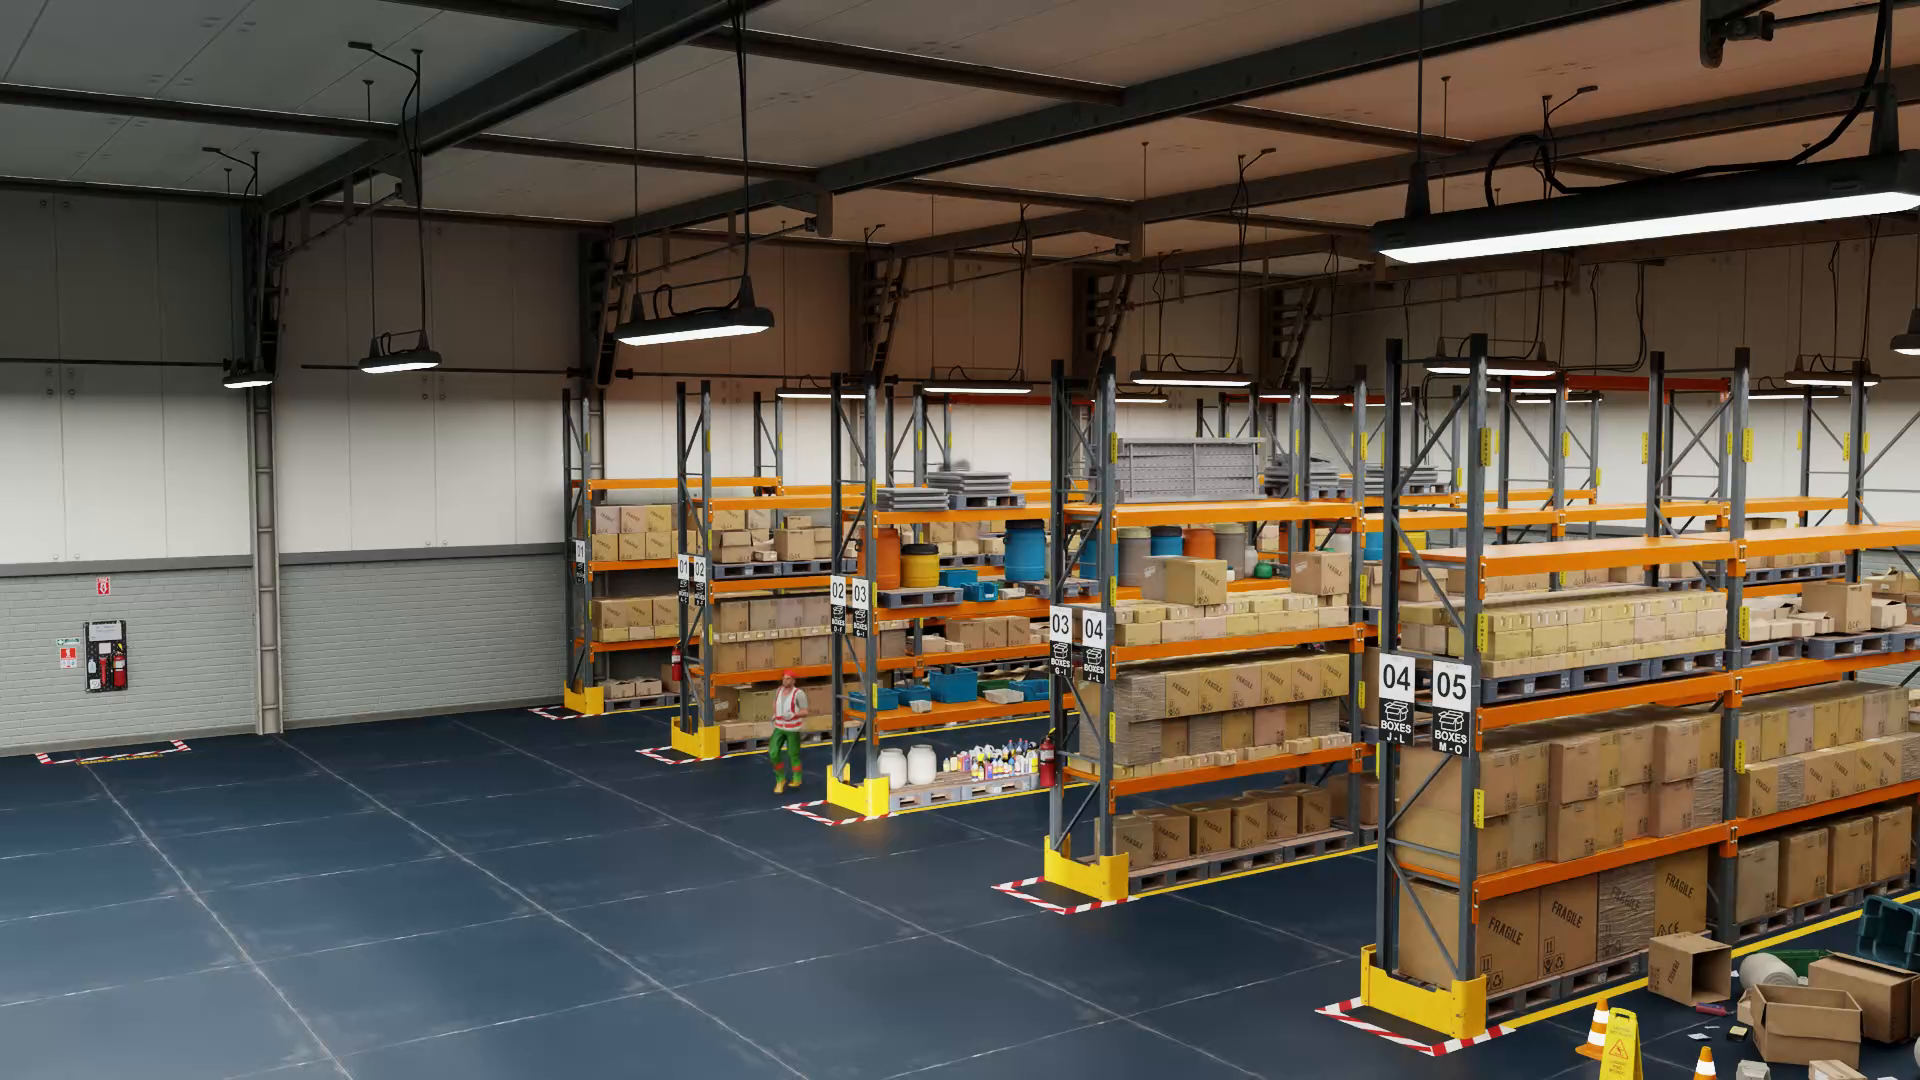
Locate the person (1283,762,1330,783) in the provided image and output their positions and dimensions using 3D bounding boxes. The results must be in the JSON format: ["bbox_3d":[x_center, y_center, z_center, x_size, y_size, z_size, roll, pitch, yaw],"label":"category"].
[{"bbox_3d":[5.139,2.734,24.665,0.902,1.664,0.570,-3,5,-42],"label":"person"}]

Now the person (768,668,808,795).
[{"bbox_3d":[-2.477,2.748,23.866,0.632,1.821,0.742,1,4,18],"label":"person"}]
